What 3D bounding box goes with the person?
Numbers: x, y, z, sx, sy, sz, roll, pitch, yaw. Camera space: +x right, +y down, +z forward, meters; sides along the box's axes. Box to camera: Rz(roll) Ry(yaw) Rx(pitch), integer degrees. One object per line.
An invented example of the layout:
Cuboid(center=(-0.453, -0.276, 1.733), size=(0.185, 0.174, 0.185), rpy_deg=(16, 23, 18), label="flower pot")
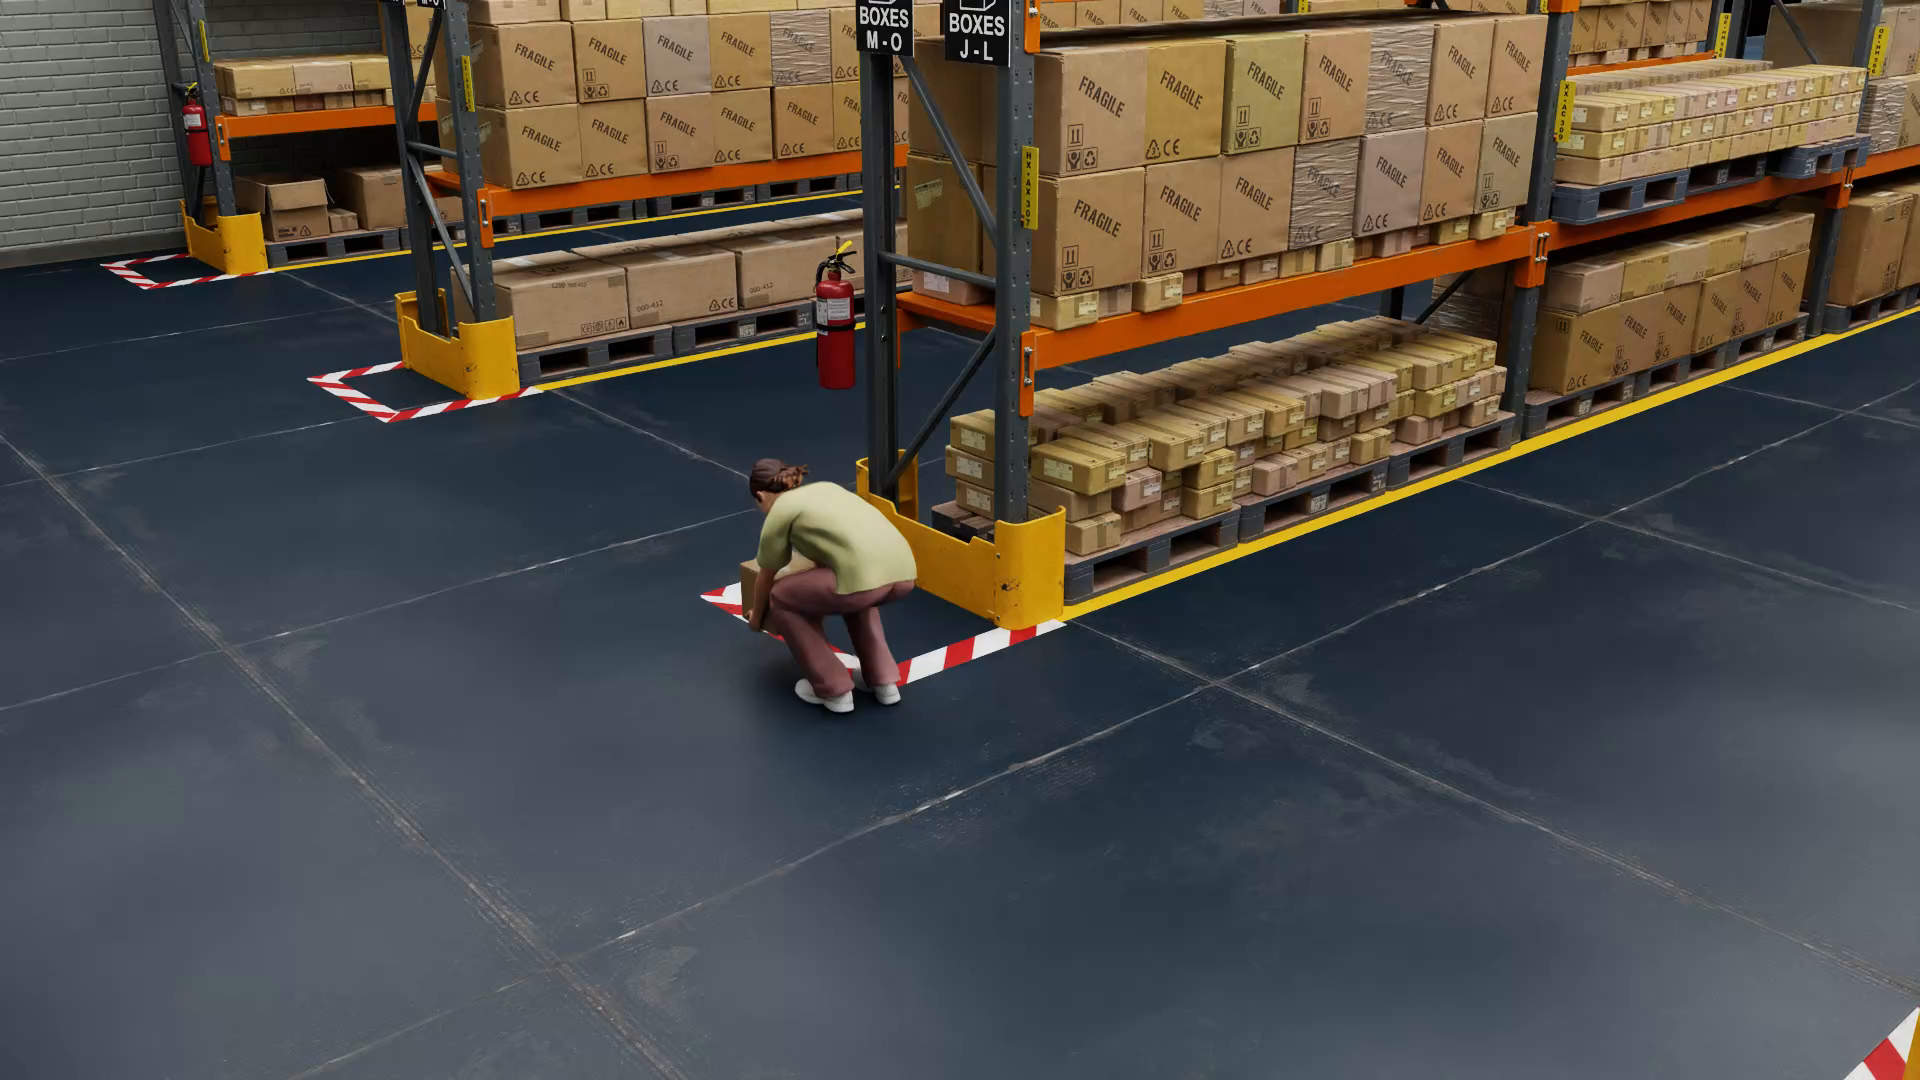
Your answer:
Cuboid(center=(-0.530, 0.175, 6.662), size=(0.459, 0.935, 0.846), rpy_deg=(-18, 27, -38), label="person")
